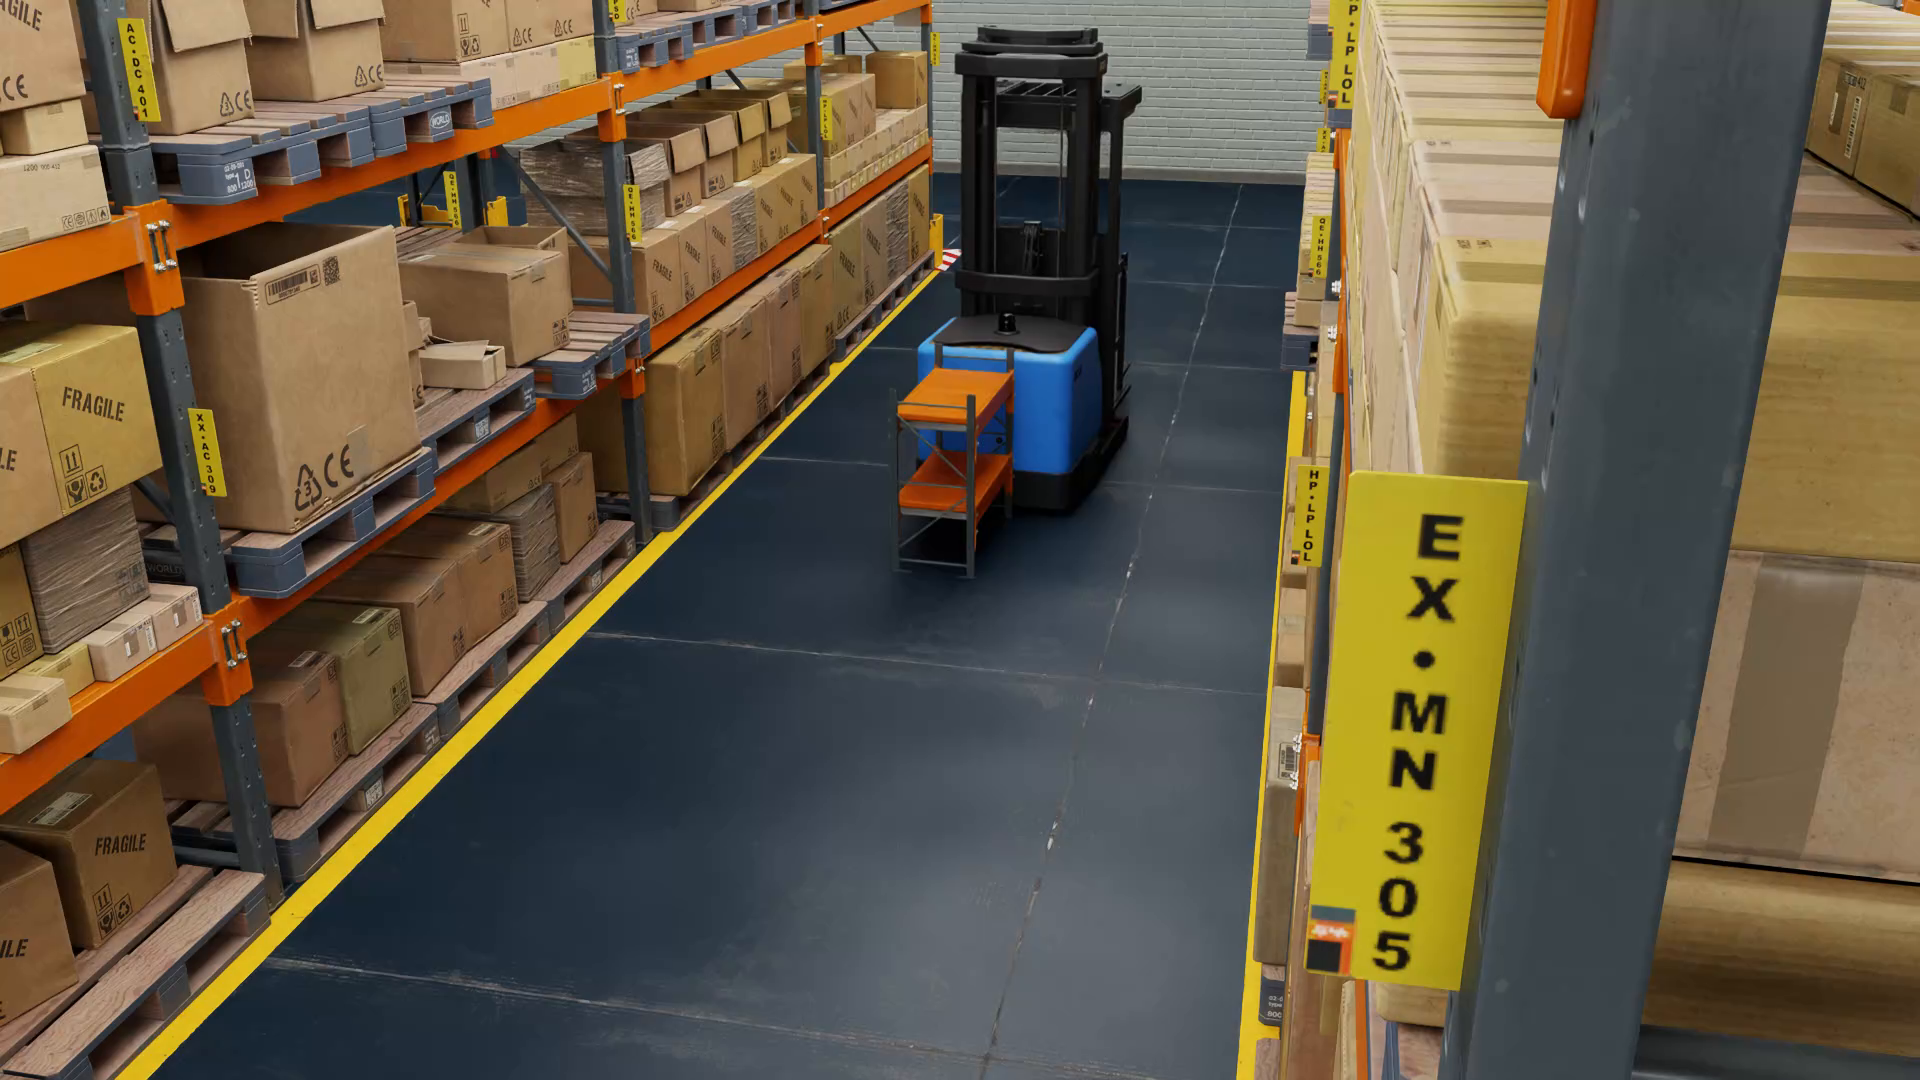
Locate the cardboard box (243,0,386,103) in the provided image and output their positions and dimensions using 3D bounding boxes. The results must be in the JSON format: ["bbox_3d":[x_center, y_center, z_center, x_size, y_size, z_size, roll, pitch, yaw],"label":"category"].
[{"bbox_3d":[-2.846,-2.092,6.817,0.797,0.503,0.637,5,23,13],"label":"cardboard box"}]

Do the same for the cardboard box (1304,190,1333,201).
[{"bbox_3d":[2.392,-2.133,10.612,0.380,0.149,0.250,5,23,13],"label":"cardboard box"}]

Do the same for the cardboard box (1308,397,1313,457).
[{"bbox_3d":[2.304,-0.650,9.732,0.500,0.250,0.500,4,22,10],"label":"cardboard box"}]

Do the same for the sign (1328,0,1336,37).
[{"bbox_3d":[1.890,-2.670,8.261,0.100,0.325,0.005,4,22,11],"label":"sign"}]

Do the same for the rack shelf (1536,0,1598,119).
[{"bbox_3d":[1.197,-1.066,2.453,1.077,0.370,4.000,4,22,11],"label":"rack shelf"}]

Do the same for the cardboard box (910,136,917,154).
[{"bbox_3d":[-0.636,-3.878,16.304,0.380,0.149,0.250,5,22,11],"label":"cardboard box"}]

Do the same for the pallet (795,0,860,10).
[{"bbox_3d":[-1.421,-4.523,13.673,1.003,0.211,1.213,4,22,11],"label":"pallet"}]

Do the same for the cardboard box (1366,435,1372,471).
[{"bbox_3d":[0.681,-0.013,1.996,0.380,0.149,0.250,5,22,11],"label":"cardboard box"}]

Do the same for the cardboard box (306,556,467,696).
[{"bbox_3d":[-2.854,0.406,8.087,0.700,0.500,0.500,3,22,6],"label":"cardboard box"}]

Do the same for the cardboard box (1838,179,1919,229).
[{"bbox_3d":[1.343,-0.299,2.173,0.500,0.250,0.500,4,22,10],"label":"cardboard box"}]

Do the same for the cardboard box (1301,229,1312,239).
[{"bbox_3d":[2.126,-1.657,9.430,0.380,0.149,0.250,4,22,10],"label":"cardboard box"}]

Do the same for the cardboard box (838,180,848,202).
[{"bbox_3d":[-1.158,-2.937,13.967,0.380,0.149,0.250,4,22,9],"label":"cardboard box"}]

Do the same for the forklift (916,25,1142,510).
[{"bbox_3d":[0.613,-2.075,11.583,1.130,2.935,3.031,6,23,15],"label":"forklift"}]

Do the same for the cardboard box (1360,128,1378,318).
[{"bbox_3d":[0.924,-0.523,2.728,0.500,0.250,0.500,5,22,11],"label":"cardboard box"}]

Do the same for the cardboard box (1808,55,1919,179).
[{"bbox_3d":[1.481,-0.613,2.418,0.380,0.149,0.250,5,22,12],"label":"cardboard box"}]

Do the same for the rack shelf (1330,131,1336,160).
[{"bbox_3d":[2.829,-2.786,10.203,1.077,0.370,4.000,4,22,11],"label":"rack shelf"}]

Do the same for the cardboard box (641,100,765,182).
[{"bbox_3d":[-1.872,-2.902,12.067,0.797,0.503,0.637,5,22,12],"label":"cardboard box"}]

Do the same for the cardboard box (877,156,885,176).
[{"bbox_3d":[-0.895,-3.411,15.145,0.380,0.149,0.250,4,22,9],"label":"cardboard box"}]

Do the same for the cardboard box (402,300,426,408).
[{"bbox_3d":[-2.967,-0.833,7.705,0.797,0.503,0.637,7,23,16],"label":"cardboard box"}]

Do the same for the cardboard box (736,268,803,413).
[{"bbox_3d":[-1.890,-1.521,12.398,1.225,0.875,0.875,4,22,9],"label":"cardboard box"}]

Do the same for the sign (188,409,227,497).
[{"bbox_3d":[-2.698,-0.312,5.954,0.100,0.325,0.005,4,22,11],"label":"sign"}]

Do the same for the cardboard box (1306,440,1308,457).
[{"bbox_3d":[2.409,-0.482,10.320,0.500,0.500,0.500,5,23,13],"label":"cardboard box"}]

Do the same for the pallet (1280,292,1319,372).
[{"bbox_3d":[2.462,-1.176,9.516,1.213,0.211,1.003,4,22,11],"label":"pallet"}]

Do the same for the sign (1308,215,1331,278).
[{"bbox_3d":[1.888,-1.535,8.706,0.100,0.325,0.005,4,22,11],"label":"sign"}]

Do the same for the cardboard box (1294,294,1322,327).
[{"bbox_3d":[2.072,-1.290,9.317,0.380,0.149,0.250,5,22,12],"label":"cardboard box"}]

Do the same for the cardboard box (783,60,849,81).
[{"bbox_3d":[-1.346,-4.226,15.630,0.500,0.500,0.500,4,22,9],"label":"cardboard box"}]

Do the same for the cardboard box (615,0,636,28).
[{"bbox_3d":[-2.360,-3.274,9.753,0.797,0.503,0.637,6,23,14],"label":"cardboard box"}]

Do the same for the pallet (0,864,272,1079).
[{"bbox_3d":[-3.333,1.593,6.116,1.003,0.211,1.213,4,22,11],"label":"pallet"}]

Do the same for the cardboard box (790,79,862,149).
[{"bbox_3d":[-1.142,-3.626,14.141,0.500,0.500,0.500,4,22,11],"label":"cardboard box"}]

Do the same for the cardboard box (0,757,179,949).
[{"bbox_3d":[-3.351,1.159,6.244,0.500,0.500,0.500,4,22,9],"label":"cardboard box"}]

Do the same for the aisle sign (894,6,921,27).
[{"bbox_3d":[-0.473,-5.547,16.631,0.394,0.787,0.004,4,22,11],"label":"aisle sign"}]

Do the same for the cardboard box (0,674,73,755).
[{"bbox_3d":[-3.098,0.546,5.319,0.380,0.149,0.250,4,22,11],"label":"cardboard box"}]

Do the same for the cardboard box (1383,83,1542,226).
[{"bbox_3d":[0.733,-0.477,2.080,0.380,0.149,0.250,5,22,11],"label":"cardboard box"}]

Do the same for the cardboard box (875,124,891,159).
[{"bbox_3d":[-0.931,-3.646,15.194,0.500,0.250,0.500,4,22,11],"label":"cardboard box"}]

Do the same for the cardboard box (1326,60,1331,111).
[{"bbox_3d":[3.377,-3.867,14.068,0.500,0.500,0.500,4,22,9],"label":"cardboard box"}]

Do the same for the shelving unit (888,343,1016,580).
[{"bbox_3d":[-0.034,-0.500,10.090,0.538,1.125,1.048,5,23,13],"label":"shelving unit"}]

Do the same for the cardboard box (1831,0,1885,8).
[{"bbox_3d":[1.739,-1.078,3.572,0.380,0.149,0.250,4,22,11],"label":"cardboard box"}]

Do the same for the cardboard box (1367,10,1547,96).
[{"bbox_3d":[0.992,-0.940,3.229,0.380,0.149,0.250,5,22,11],"label":"cardboard box"}]

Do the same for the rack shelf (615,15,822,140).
[{"bbox_3d":[-2.006,-3.201,11.234,1.077,0.370,4.000,4,22,11],"label":"rack shelf"}]

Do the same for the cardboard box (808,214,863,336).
[{"bbox_3d":[-1.385,-2.319,14.379,0.875,0.875,0.875,4,22,11],"label":"cardboard box"}]

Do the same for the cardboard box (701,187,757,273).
[{"bbox_3d":[-1.740,-2.174,11.603,0.500,0.500,0.500,5,22,11],"label":"cardboard box"}]

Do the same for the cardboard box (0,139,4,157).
[{"bbox_3d":[-3.158,-1.224,5.029,0.380,0.149,0.250,5,22,12],"label":"cardboard box"}]

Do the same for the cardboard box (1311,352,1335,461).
[{"bbox_3d":[1.861,-0.529,7.518,0.500,0.500,0.500,4,22,11],"label":"cardboard box"}]

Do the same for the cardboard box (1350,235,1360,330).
[{"bbox_3d":[0.940,-0.477,3.147,0.380,0.149,0.250,4,22,11],"label":"cardboard box"}]

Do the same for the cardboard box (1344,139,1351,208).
[{"bbox_3d":[1.198,-0.943,4.304,0.380,0.149,0.250,4,22,10],"label":"cardboard box"}]

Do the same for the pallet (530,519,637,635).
[{"bbox_3d":[-2.575,0.167,9.655,1.003,0.211,1.213,4,22,11],"label":"pallet"}]

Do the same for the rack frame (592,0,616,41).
[{"bbox_3d":[-2.414,-4.195,8.723,1.000,3.000,0.127,4,22,11],"label":"rack frame"}]

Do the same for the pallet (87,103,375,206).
[{"bbox_3d":[-3.000,-1.471,6.227,1.213,0.211,1.003,4,22,11],"label":"pallet"}]

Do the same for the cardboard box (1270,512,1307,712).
[{"bbox_3d":[2.034,0.388,7.825,1.050,0.750,0.750,5,22,12],"label":"cardboard box"}]

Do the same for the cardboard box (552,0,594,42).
[{"bbox_3d":[-2.267,-2.888,8.691,0.500,0.500,0.500,5,22,12],"label":"cardboard box"}]

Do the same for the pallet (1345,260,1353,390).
[{"bbox_3d":[1.428,-0.586,3.896,1.003,0.211,1.213,4,22,11],"label":"pallet"}]

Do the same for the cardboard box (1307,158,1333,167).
[{"bbox_3d":[2.656,-2.602,11.778,0.380,0.149,0.250,5,22,12],"label":"cardboard box"}]

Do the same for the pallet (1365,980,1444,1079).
[{"bbox_3d":[0.930,0.307,1.680,1.003,0.211,1.213,4,22,11],"label":"pallet"}]

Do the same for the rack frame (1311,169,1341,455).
[{"bbox_3d":[2.421,-0.997,8.813,1.000,3.000,0.127,4,22,11],"label":"rack frame"}]

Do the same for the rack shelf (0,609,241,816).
[{"bbox_3d":[-3.638,1.116,4.530,1.077,0.370,4.000,4,22,11],"label":"rack shelf"}]

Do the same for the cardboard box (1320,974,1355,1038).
[{"bbox_3d":[1.152,0.619,3.154,0.875,0.550,0.500,4,22,11],"label":"cardboard box"}]
